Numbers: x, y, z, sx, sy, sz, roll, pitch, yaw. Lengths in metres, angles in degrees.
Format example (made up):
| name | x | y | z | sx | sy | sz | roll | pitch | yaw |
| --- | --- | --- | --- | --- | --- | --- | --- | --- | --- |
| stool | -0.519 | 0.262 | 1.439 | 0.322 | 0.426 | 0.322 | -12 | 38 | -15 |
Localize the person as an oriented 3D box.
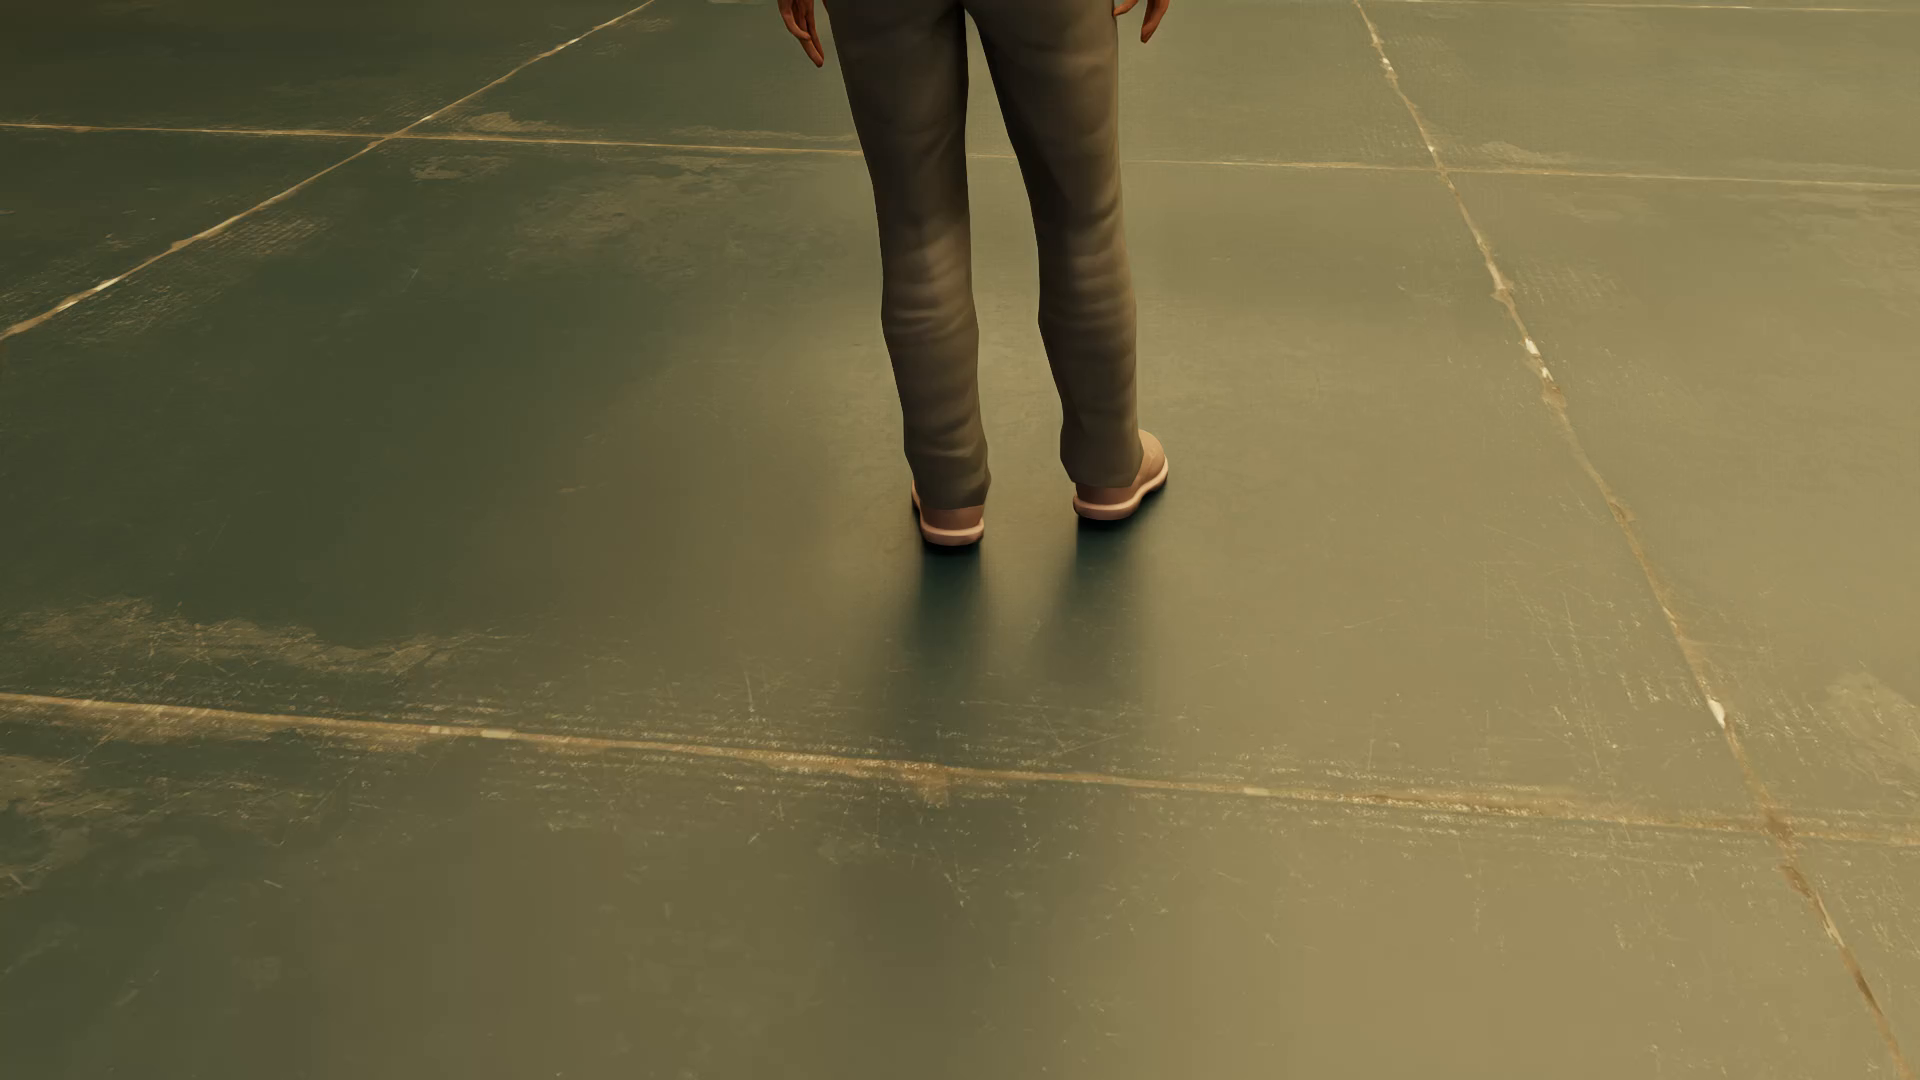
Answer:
| name | x | y | z | sx | sy | sz | roll | pitch | yaw |
| --- | --- | --- | --- | --- | --- | --- | --- | --- | --- |
| person | 0.031 | -0.784 | 2.203 | 0.570 | 1.654 | 0.504 | 3 | 27 | 7 |
